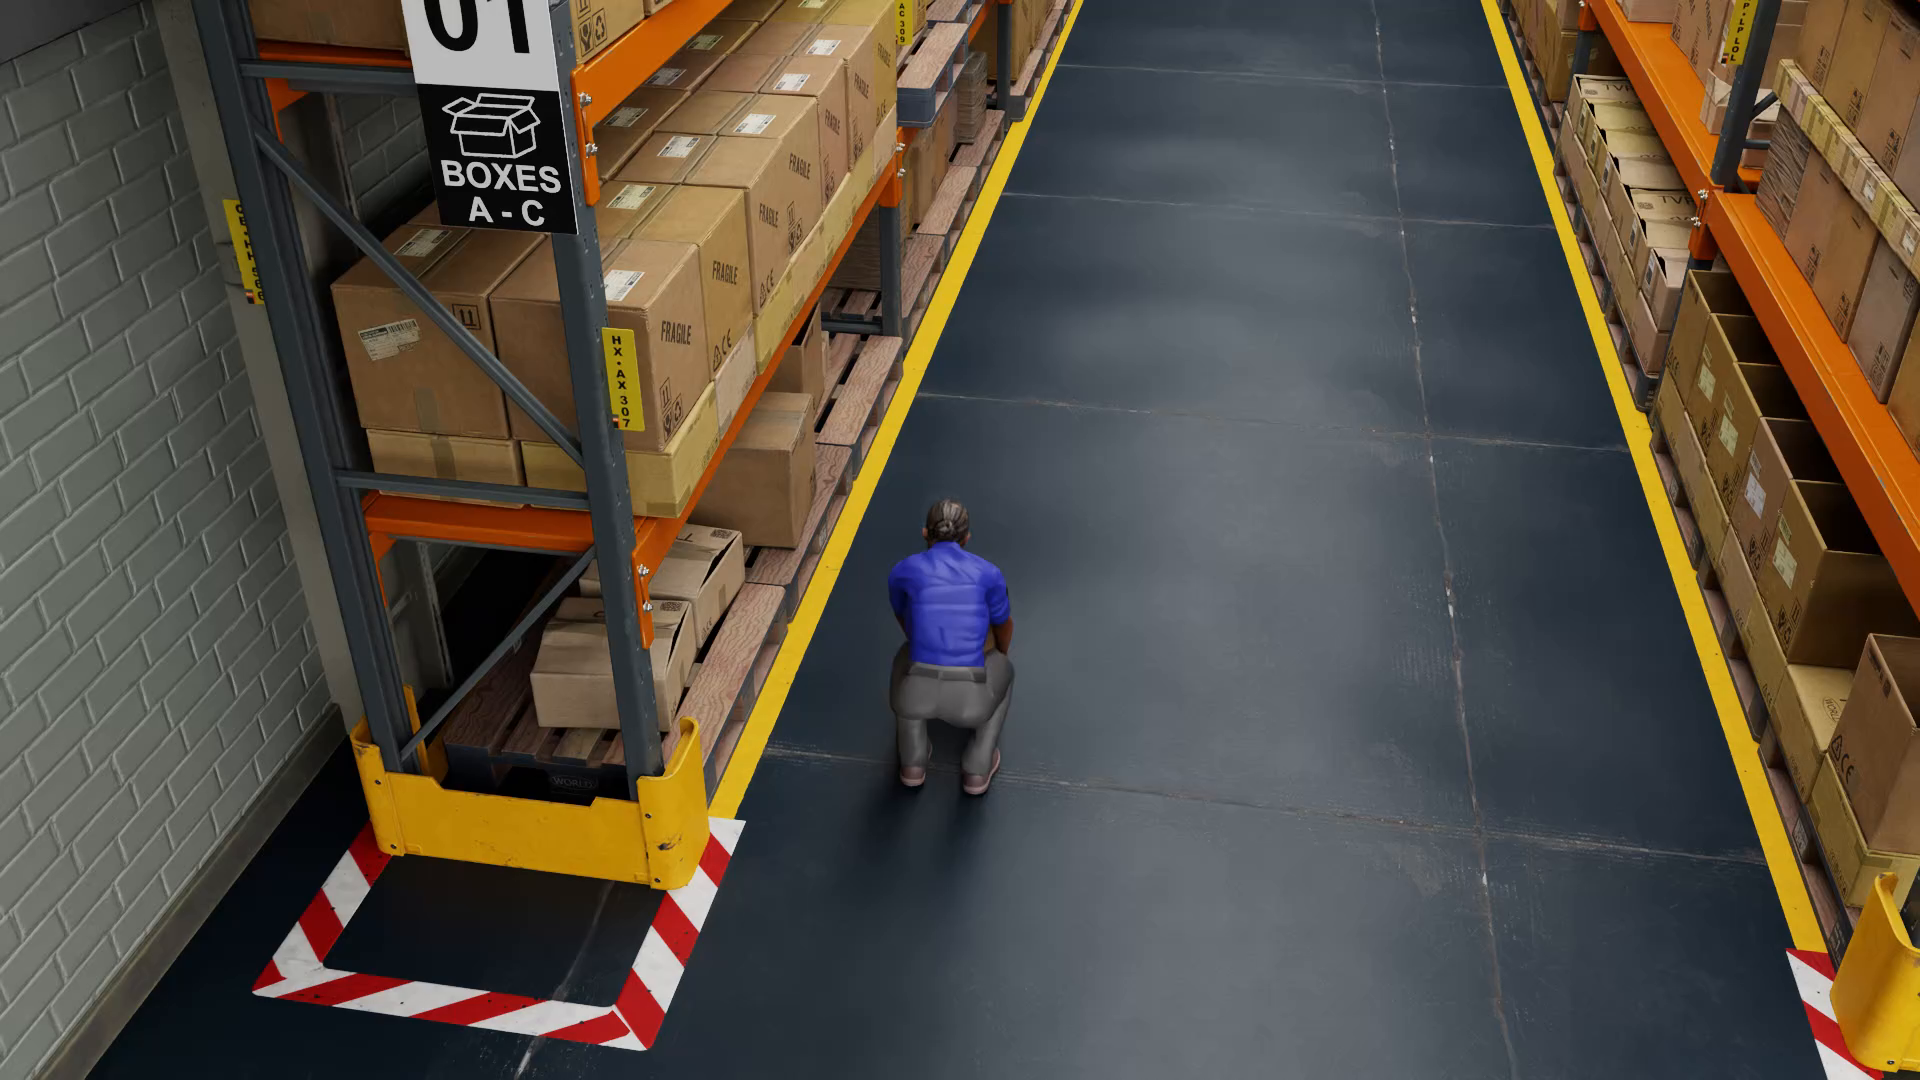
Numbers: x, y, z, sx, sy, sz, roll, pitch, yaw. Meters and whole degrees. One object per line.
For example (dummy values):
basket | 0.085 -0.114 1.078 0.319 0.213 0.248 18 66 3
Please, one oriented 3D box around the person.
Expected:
person | -0.044 0.402 6.182 0.484 0.946 0.821 5 33 8
